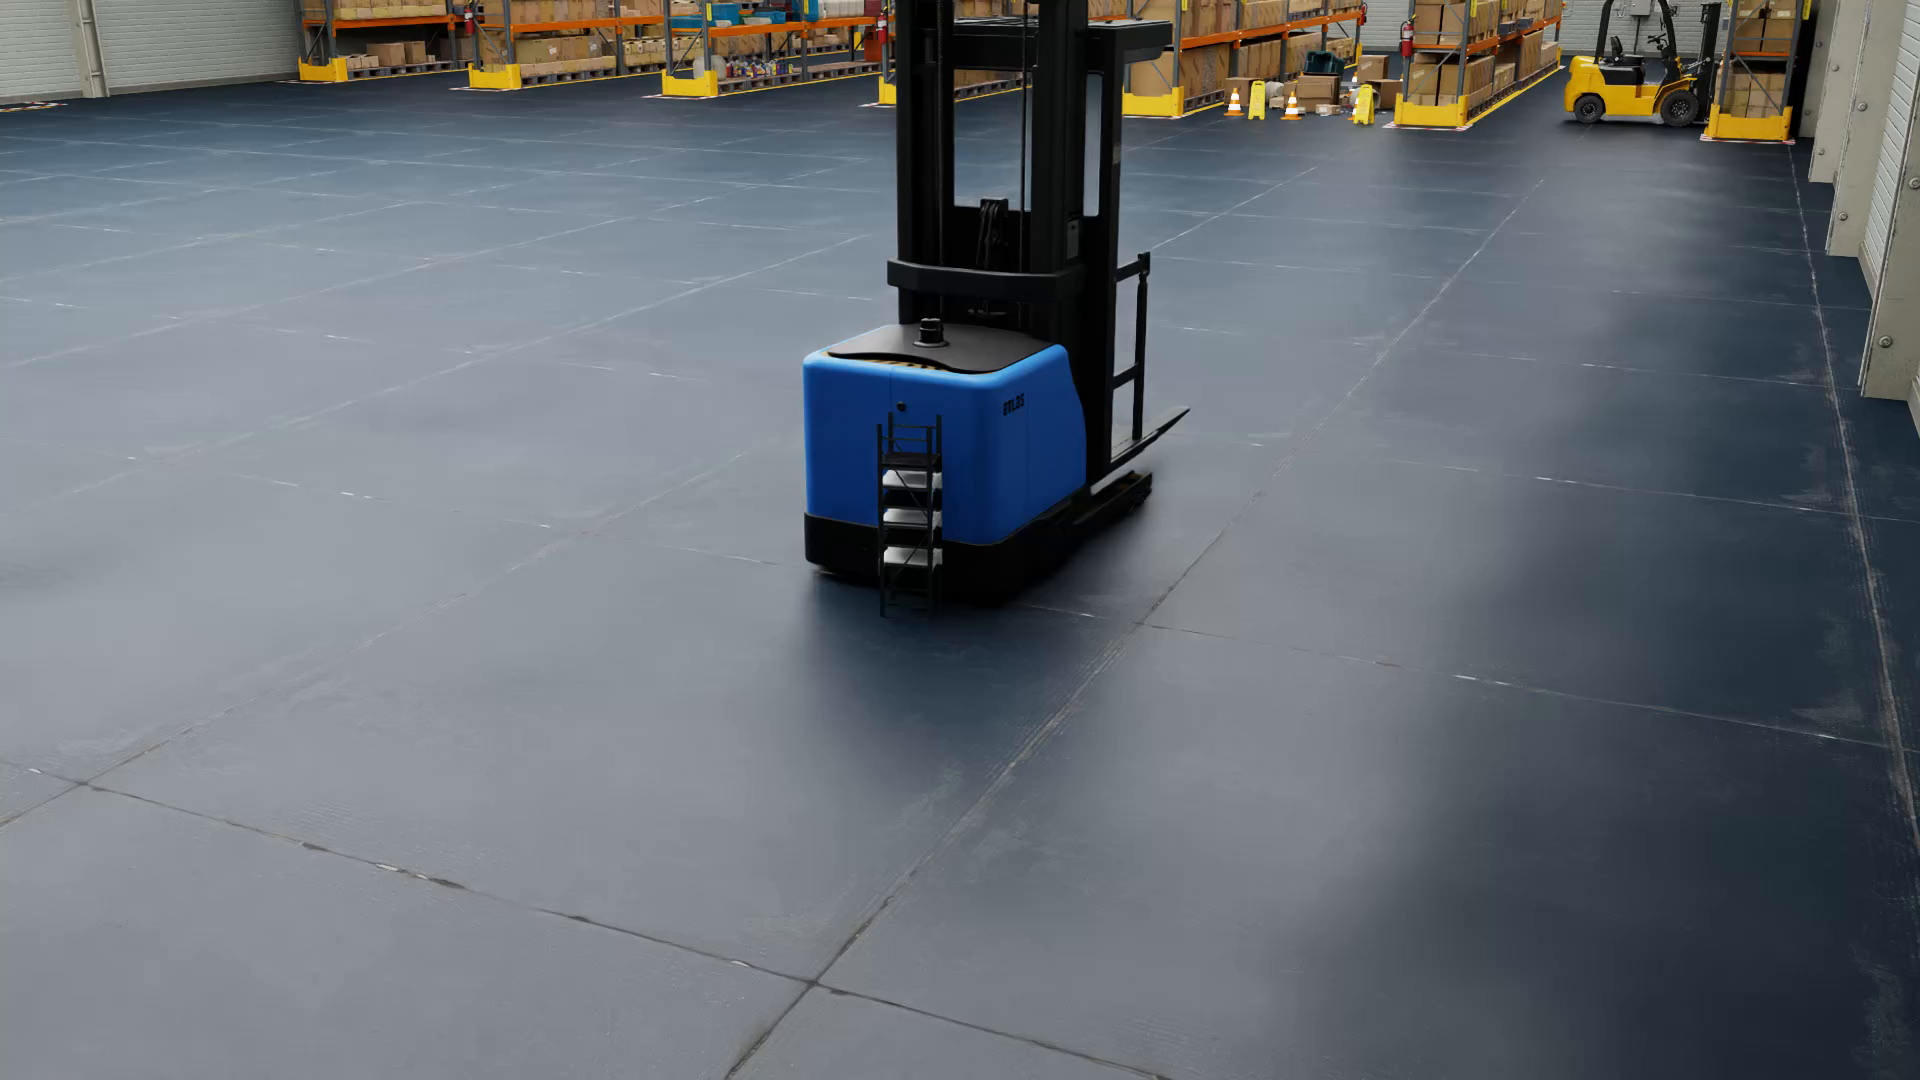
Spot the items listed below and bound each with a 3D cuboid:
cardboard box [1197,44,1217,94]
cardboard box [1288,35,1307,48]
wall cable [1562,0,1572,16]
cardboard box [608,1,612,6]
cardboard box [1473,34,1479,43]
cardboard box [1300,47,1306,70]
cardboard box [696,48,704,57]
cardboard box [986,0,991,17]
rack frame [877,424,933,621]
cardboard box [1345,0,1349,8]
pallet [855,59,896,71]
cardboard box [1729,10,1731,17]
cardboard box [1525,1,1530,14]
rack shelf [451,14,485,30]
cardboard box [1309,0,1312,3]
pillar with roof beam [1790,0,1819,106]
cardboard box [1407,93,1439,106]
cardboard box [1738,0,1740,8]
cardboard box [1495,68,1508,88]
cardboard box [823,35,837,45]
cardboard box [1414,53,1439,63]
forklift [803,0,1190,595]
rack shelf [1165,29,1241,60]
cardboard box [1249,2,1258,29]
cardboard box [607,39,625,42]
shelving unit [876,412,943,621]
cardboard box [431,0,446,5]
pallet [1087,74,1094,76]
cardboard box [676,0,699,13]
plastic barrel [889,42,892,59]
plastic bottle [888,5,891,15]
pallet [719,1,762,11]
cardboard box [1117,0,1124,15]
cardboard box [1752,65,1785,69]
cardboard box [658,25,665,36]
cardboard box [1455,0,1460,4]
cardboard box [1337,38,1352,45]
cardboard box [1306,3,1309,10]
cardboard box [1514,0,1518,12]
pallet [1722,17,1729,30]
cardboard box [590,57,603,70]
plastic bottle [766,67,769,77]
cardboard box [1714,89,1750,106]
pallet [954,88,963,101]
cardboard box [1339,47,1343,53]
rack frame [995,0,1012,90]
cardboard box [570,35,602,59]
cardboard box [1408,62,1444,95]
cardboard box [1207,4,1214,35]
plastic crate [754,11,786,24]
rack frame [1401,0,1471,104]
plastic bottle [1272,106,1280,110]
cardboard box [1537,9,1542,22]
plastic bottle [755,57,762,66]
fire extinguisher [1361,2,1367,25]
[{"bbox_3d":[4.412,-9.121,32.184,0.875,0.875,0.875,9,21,23],"label":"cardboard box"},{"bbox_3d":[7.663,-11.462,38.206,0.500,0.250,0.500,9,21,23],"label":"cardboard box"},{"bbox_3d":[16.858,-15.624,46.361,0.585,1.953,0.123,9,21,23],"label":"wall cable"},{"bbox_3d":[-9.990,-15.020,46.573,0.380,0.149,0.250,9,21,23],"label":"cardboard box"},{"bbox_3d":[8.766,-8.690,28.801,0.380,0.149,0.250,9,21,24],"label":"cardboard box"},{"bbox_3d":[7.668,-11.119,38.362,0.500,0.500,0.500,8,21,21],"label":"cardboard box"},{"bbox_3d":[-6.775,-12.386,42.297,0.500,0.250,0.500,9,22,24],"label":"cardboard box"},{"bbox_3d":[0.138,-11.005,34.344,0.875,0.500,0.500,9,21,23],"label":"cardboard box"},{"bbox_3d":[-0.241,-0.070,7.322,0.240,0.900,0.006,4,20,11],"label":"rack frame"},{"bbox_3d":[9.436,-13.602,41.647,0.500,0.500,0.500,10,22,25],"label":"cardboard box"},{"bbox_3d":[-1.980,-11.930,41.700,1.003,0.211,1.213,9,21,23],"label":"pallet"},{"bbox_3d":[15.744,-10.611,33.577,0.380,0.149,0.250,9,21,24],"label":"cardboard box"},{"bbox_3d":[11.728,-11.244,35.086,0.500,0.250,0.500,8,21,22],"label":"cardboard box"},{"bbox_3d":[-12.122,-13.406,42.762,1.077,0.370,4.000,9,21,23],"label":"rack shelf"},{"bbox_3d":[7.966,-12.580,38.670,0.380,0.149,0.250,7,21,20],"label":"cardboard box"},{"bbox_3d":[12.186,-13.173,32.080,9.100,9.000,0.400,9,21,23],"label":"pillar with roof beam"},{"bbox_3d":[8.114,-7.706,29.137,0.500,0.250,0.500,8,21,22],"label":"cardboard box"},{"bbox_3d":[12.576,-8.543,26.454,0.380,0.149,0.250,9,21,23],"label":"cardboard box"},{"bbox_3d":[10.444,-9.288,33.405,0.950,0.372,0.625,9,22,24],"label":"cardboard box"},{"bbox_3d":[-3.921,-14.549,48.349,0.500,0.250,0.500,9,21,23],"label":"cardboard box"},{"bbox_3d":[8.198,-8.476,29.214,0.380,0.149,0.250,9,22,24],"label":"cardboard box"},{"bbox_3d":[0.390,-1.581,8.542,1.130,2.935,3.031,10,22,26],"label":"forklift"},{"bbox_3d":[4.280,-9.433,31.590,1.077,0.370,4.000,9,21,23],"label":"rack shelf"},{"bbox_3d":[5.766,-10.709,33.954,0.500,0.500,0.500,9,21,23],"label":"cardboard box"},{"bbox_3d":[-8.309,-11.945,40.219,0.500,0.311,0.500,9,22,24],"label":"cardboard box"},{"bbox_3d":[-0.221,-0.104,7.416,0.258,0.900,0.210,4,20,11],"label":"shelving unit"},{"bbox_3d":[-12.853,-13.239,40.293,0.500,0.500,0.500,8,21,23],"label":"cardboard box"},{"bbox_3d":[2.645,-11.234,39.743,1.003,0.211,1.213,9,21,23],"label":"pallet"},{"bbox_3d":[-6.971,-13.531,42.172,0.500,0.311,0.500,10,22,26],"label":"cardboard box"},{"bbox_3d":[-1.930,-12.360,41.832,0.421,0.512,0.421,0,20,0],"label":"plastic barrel"},{"bbox_3d":[-1.793,-13.027,40.807,0.152,0.276,0.135,9,21,23],"label":"plastic bottle"},{"bbox_3d":[-5.990,-14.183,44.158,1.003,0.211,1.213,9,21,23],"label":"pallet"},{"bbox_3d":[3.740,-13.257,41.119,0.500,0.500,0.500,9,22,24],"label":"cardboard box"},{"bbox_3d":[13.748,-7.942,28.308,0.500,0.250,0.500,9,21,23],"label":"cardboard box"},{"bbox_3d":[-9.057,-14.967,49.181,0.700,0.500,0.500,8,21,22],"label":"cardboard box"},{"bbox_3d":[8.243,-9.510,28.649,0.700,0.500,0.500,9,21,23],"label":"cardboard box"},{"bbox_3d":[9.882,-12.824,42.793,0.380,0.149,0.250,8,21,21],"label":"cardboard box"},{"bbox_3d":[7.863,-12.361,38.498,0.380,0.149,0.250,10,22,25],"label":"cardboard box"},{"bbox_3d":[10.730,-10.685,32.817,0.500,0.500,0.500,8,21,20],"label":"cardboard box"},{"bbox_3d":[16.038,-10.404,33.534,1.213,0.211,1.003,9,21,23],"label":"pallet"},{"bbox_3d":[-8.625,-11.034,38.496,0.500,0.250,0.500,9,21,23],"label":"cardboard box"},{"bbox_3d":[-4.208,-10.180,36.138,0.097,0.201,0.097,0,20,0],"label":"plastic bottle"},{"bbox_3d":[12.463,-7.162,26.861,0.500,0.250,0.500,8,21,22],"label":"cardboard box"},{"bbox_3d":[-0.626,-8.825,32.968,1.003,0.211,1.213,9,21,23],"label":"pallet"},{"bbox_3d":[9.437,-12.363,41.939,0.380,0.149,0.250,9,21,23],"label":"cardboard box"},{"bbox_3d":[0.616,-11.095,35.189,1.000,3.000,0.127,9,21,23],"label":"rack frame"},{"bbox_3d":[-8.626,-11.388,38.371,0.500,0.500,0.500,9,21,23],"label":"cardboard box"},{"bbox_3d":[8.109,-8.049,28.981,0.500,0.500,0.500,9,21,23],"label":"cardboard box"},{"bbox_3d":[4.300,-9.844,31.447,0.875,0.550,0.500,9,21,23],"label":"cardboard box"},{"bbox_3d":[-4.108,-11.329,36.069,0.499,0.251,0.616,9,21,23],"label":"plastic crate"},{"bbox_3d":[8.019,-8.512,27.927,1.000,3.000,0.127,9,21,23],"label":"rack frame"},{"bbox_3d":[5.911,-8.081,31.101,0.133,0.061,0.283,1,20,4],"label":"plastic bottle"},{"bbox_3d":[12.769,-11.783,37.347,0.500,0.250,0.500,8,21,22],"label":"cardboard box"},{"bbox_3d":[-4.481,-10.524,36.881,0.144,0.351,0.185,9,21,23],"label":"plastic bottle"},{"bbox_3d":[10.537,-13.853,43.618,0.296,0.674,0.183,9,21,23],"label":"fire extinguisher"}]
